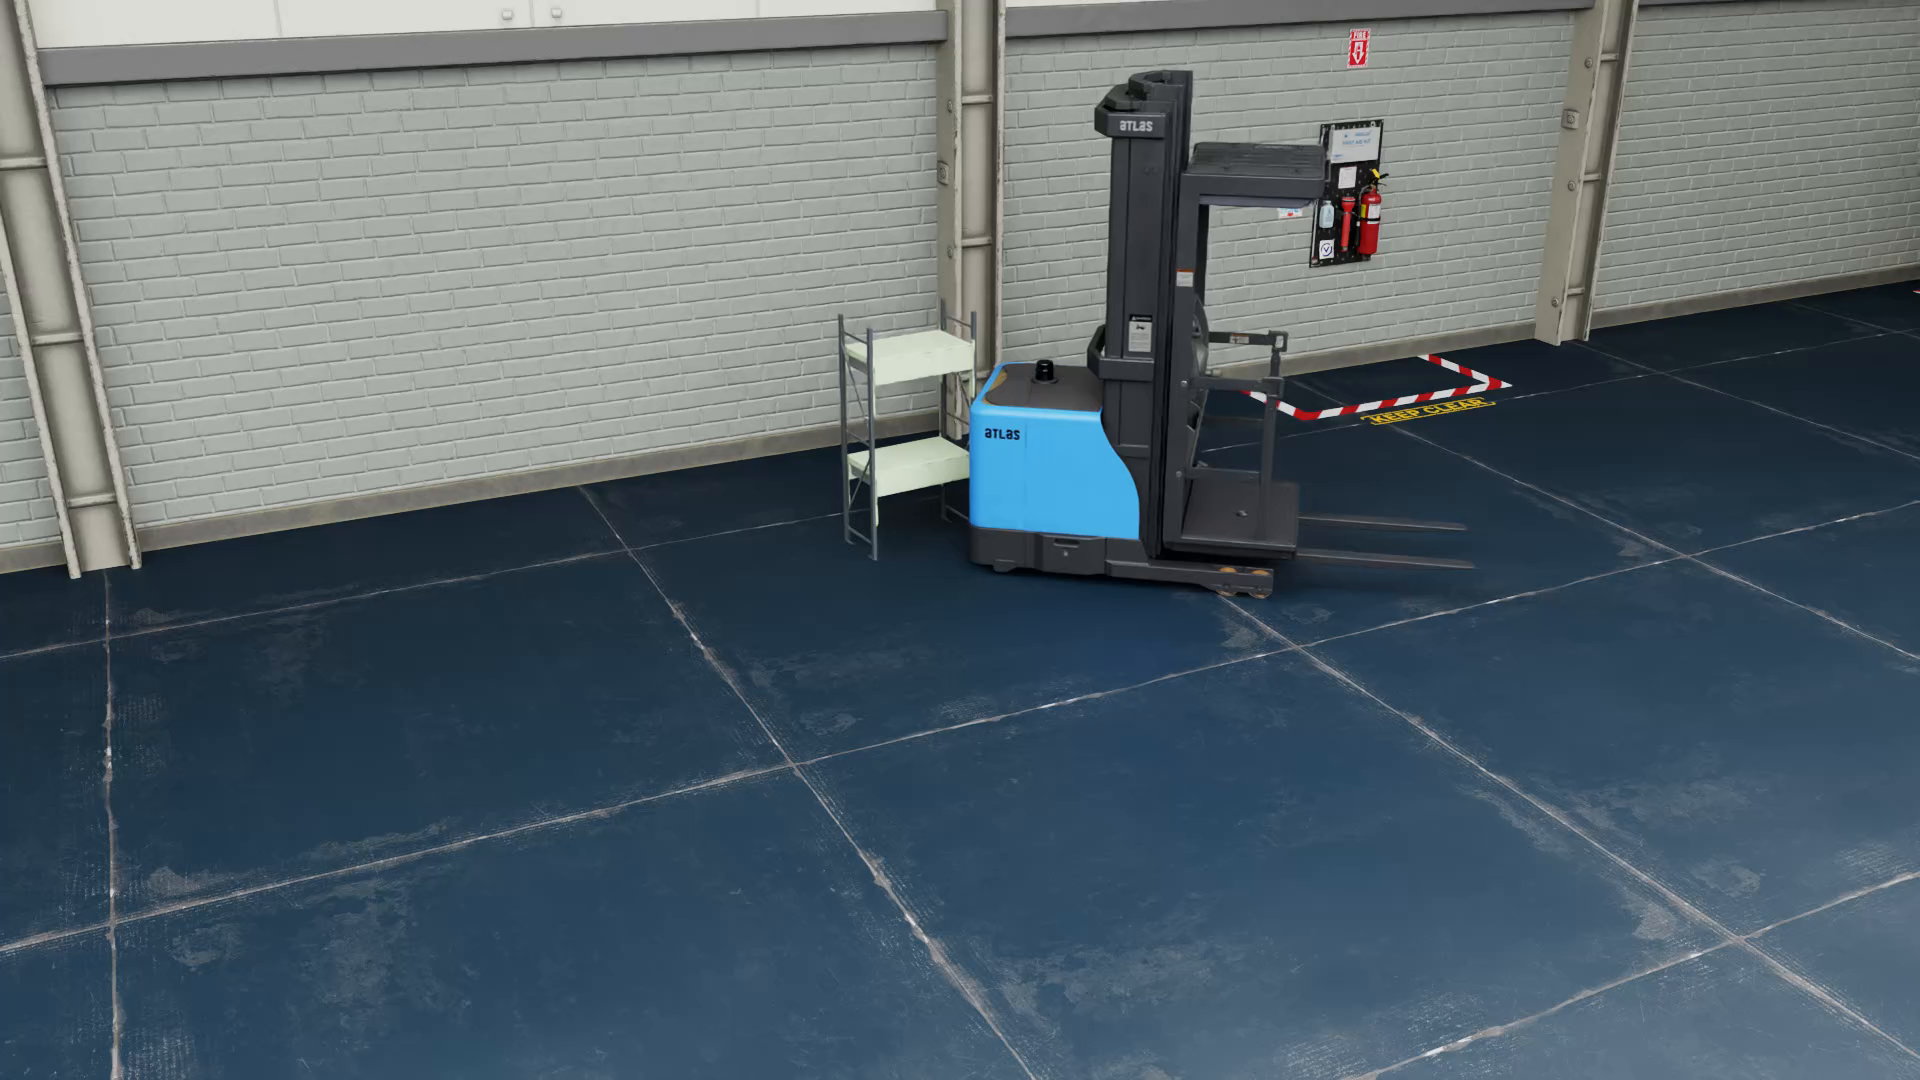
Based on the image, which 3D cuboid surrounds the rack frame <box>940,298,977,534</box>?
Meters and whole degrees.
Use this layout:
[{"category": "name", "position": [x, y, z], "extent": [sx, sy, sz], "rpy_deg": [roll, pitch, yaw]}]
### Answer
[{"category": "rack frame", "position": [-0.010, -0.772, 10.654], "extent": [0.023, 1.500, 0.400], "rpy_deg": [-13, 26, -29]}]

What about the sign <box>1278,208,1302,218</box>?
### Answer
[{"category": "sign", "position": [2.695, -2.788, 13.517], "extent": [0.234, 0.329, 0.001], "rpy_deg": [-10, 25, -24]}]

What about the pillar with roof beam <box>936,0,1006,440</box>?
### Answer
[{"category": "pillar with roof beam", "position": [1.942, -3.517, 7.482], "extent": [0.400, 9.000, 9.100], "rpy_deg": [-10, 25, -24]}]

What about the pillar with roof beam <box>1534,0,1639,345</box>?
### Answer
[{"category": "pillar with roof beam", "position": [7.349, -4.513, 9.886], "extent": [0.400, 9.000, 9.100], "rpy_deg": [-10, 25, -24]}]

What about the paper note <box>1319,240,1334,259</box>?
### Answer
[{"category": "paper note", "position": [3.049, -2.415, 13.814], "extent": [0.142, 0.148, 0.016], "rpy_deg": [-10, 25, -24]}]

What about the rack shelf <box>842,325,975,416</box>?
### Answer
[{"category": "rack shelf", "position": [-0.322, -1.059, 10.328], "extent": [0.720, 0.370, 0.431], "rpy_deg": [-13, 26, -29]}]

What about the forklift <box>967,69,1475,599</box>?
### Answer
[{"category": "forklift", "position": [1.613, -1.227, 9.883], "extent": [3.031, 2.935, 1.130], "rpy_deg": [4, 23, 11]}]

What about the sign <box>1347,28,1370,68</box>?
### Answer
[{"category": "sign", "position": [3.188, -3.932, 13.296], "extent": [0.199, 0.298, 0.001], "rpy_deg": [-10, 25, -24]}]

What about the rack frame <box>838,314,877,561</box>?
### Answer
[{"category": "rack frame", "position": [-0.634, -0.625, 10.300], "extent": [0.023, 1.500, 0.400], "rpy_deg": [-13, 26, -29]}]

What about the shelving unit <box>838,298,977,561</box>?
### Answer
[{"category": "shelving unit", "position": [-0.322, -0.699, 10.477], "extent": [0.755, 1.500, 0.431], "rpy_deg": [-13, 26, -29]}]

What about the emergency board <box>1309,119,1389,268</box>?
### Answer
[{"category": "emergency board", "position": [3.238, -2.828, 13.659], "extent": [0.643, 1.169, 0.194], "rpy_deg": [-10, 25, -24]}]

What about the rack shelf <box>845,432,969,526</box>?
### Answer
[{"category": "rack shelf", "position": [-0.322, -0.398, 10.602], "extent": [0.720, 0.370, 0.431], "rpy_deg": [-13, 26, -29]}]

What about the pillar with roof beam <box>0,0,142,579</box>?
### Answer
[{"category": "pillar with roof beam", "position": [-3.464, -2.522, 5.077], "extent": [0.400, 9.000, 9.100], "rpy_deg": [-10, 25, -24]}]
